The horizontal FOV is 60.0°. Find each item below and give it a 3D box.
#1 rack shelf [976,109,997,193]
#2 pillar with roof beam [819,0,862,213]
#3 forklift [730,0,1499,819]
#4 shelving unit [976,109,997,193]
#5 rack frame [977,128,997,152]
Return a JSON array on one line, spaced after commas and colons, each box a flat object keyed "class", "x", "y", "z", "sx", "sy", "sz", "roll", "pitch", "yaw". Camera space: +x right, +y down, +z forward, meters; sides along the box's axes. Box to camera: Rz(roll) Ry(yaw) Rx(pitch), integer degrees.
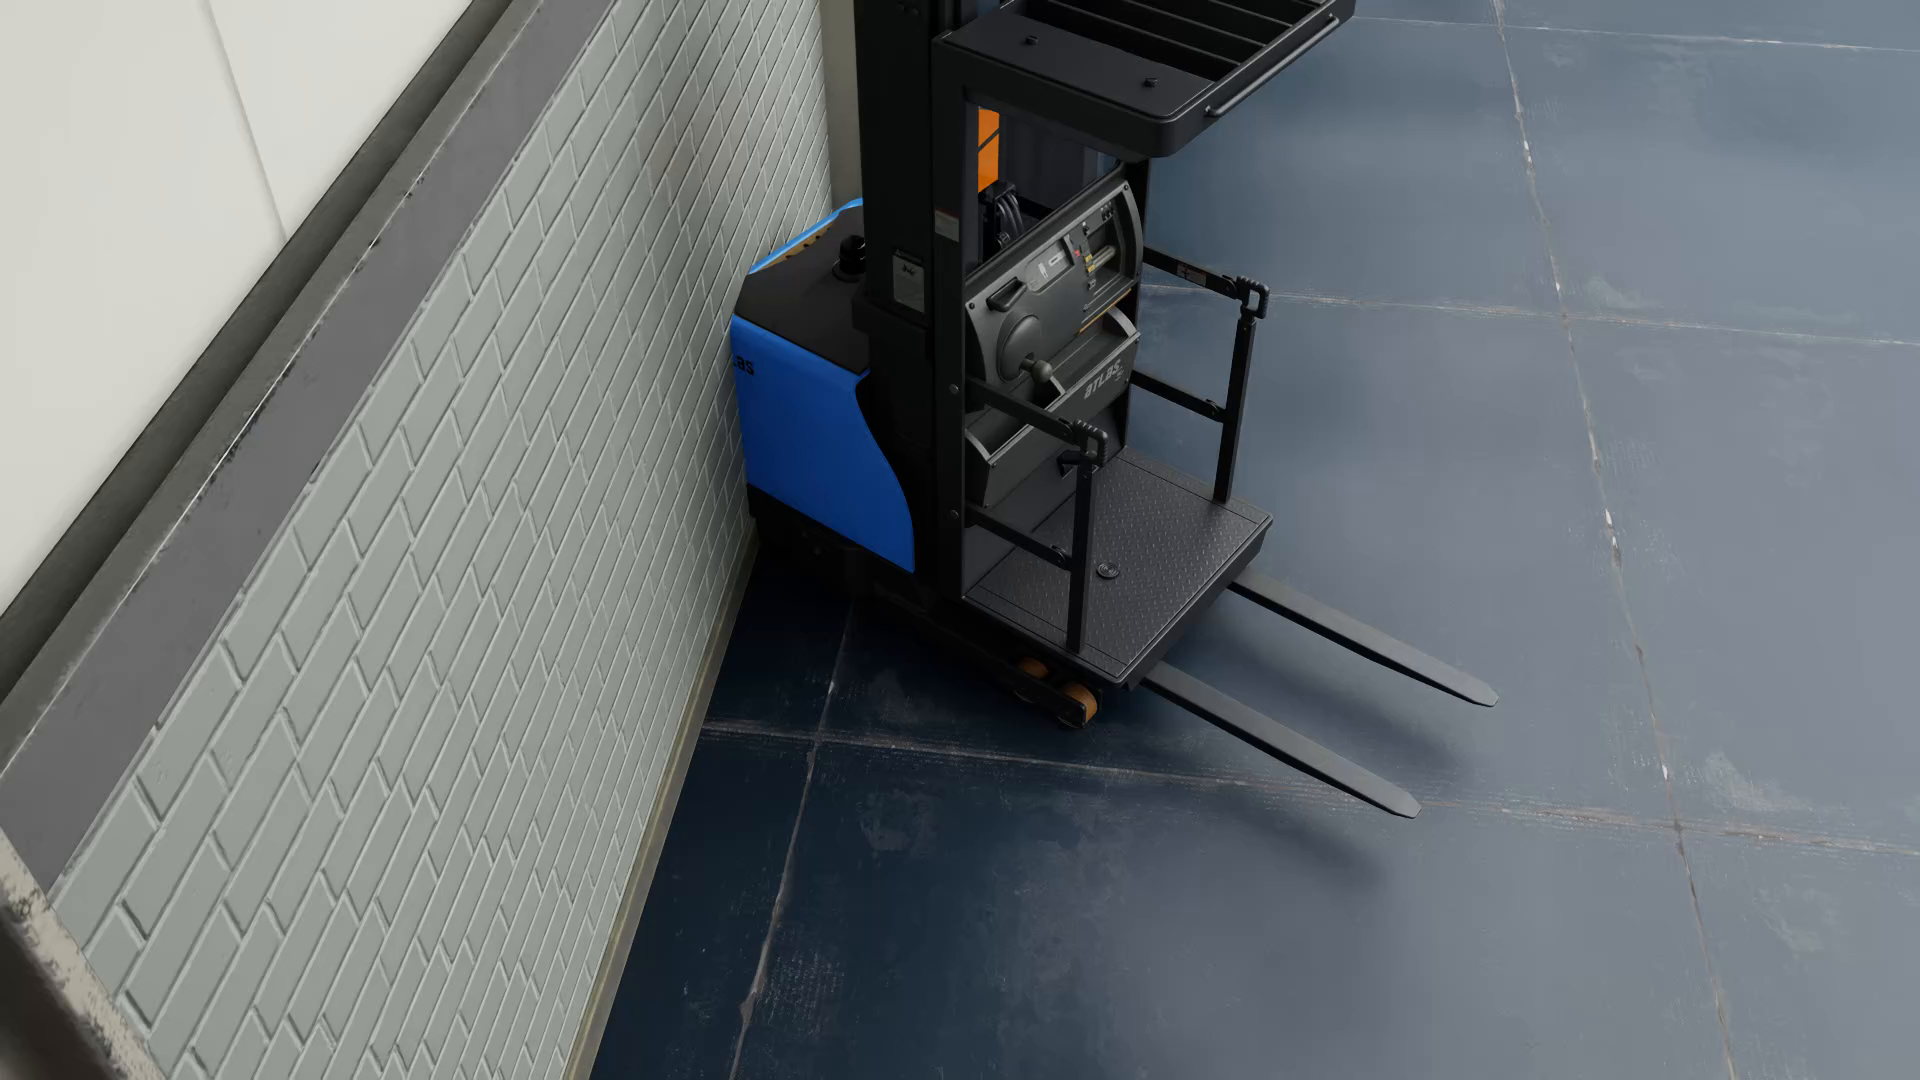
[{"class": "rack shelf", "x": 0.169, "y": -1.679, "z": 7.694, "sx": 0.538, "sy": 0.185, "sz": 1.000, "roll": 4, "pitch": 44, "yaw": 5}, {"class": "pillar with roof beam", "x": 3.841, "y": -4.232, "z": 4.674, "sx": 9.100, "sy": 9.000, "sz": 0.400, "roll": 5, "pitch": 44, "yaw": 6}, {"class": "forklift", "x": 0.494, "y": -0.803, "z": 5.467, "sx": 3.031, "sy": 2.935, "sz": 1.130, "roll": 28, "pitch": 50, "yaw": 26}, {"class": "shelving unit", "x": 0.168, "y": -1.803, "z": 7.564, "sx": 0.587, "sy": 1.500, "sz": 1.083, "roll": 4, "pitch": 44, "yaw": 5}, {"class": "rack frame", "x": 0.114, "y": -1.462, "z": 7.203, "sx": 0.500, "sy": 1.500, "sz": 0.032, "roll": 4, "pitch": 44, "yaw": 5}]
